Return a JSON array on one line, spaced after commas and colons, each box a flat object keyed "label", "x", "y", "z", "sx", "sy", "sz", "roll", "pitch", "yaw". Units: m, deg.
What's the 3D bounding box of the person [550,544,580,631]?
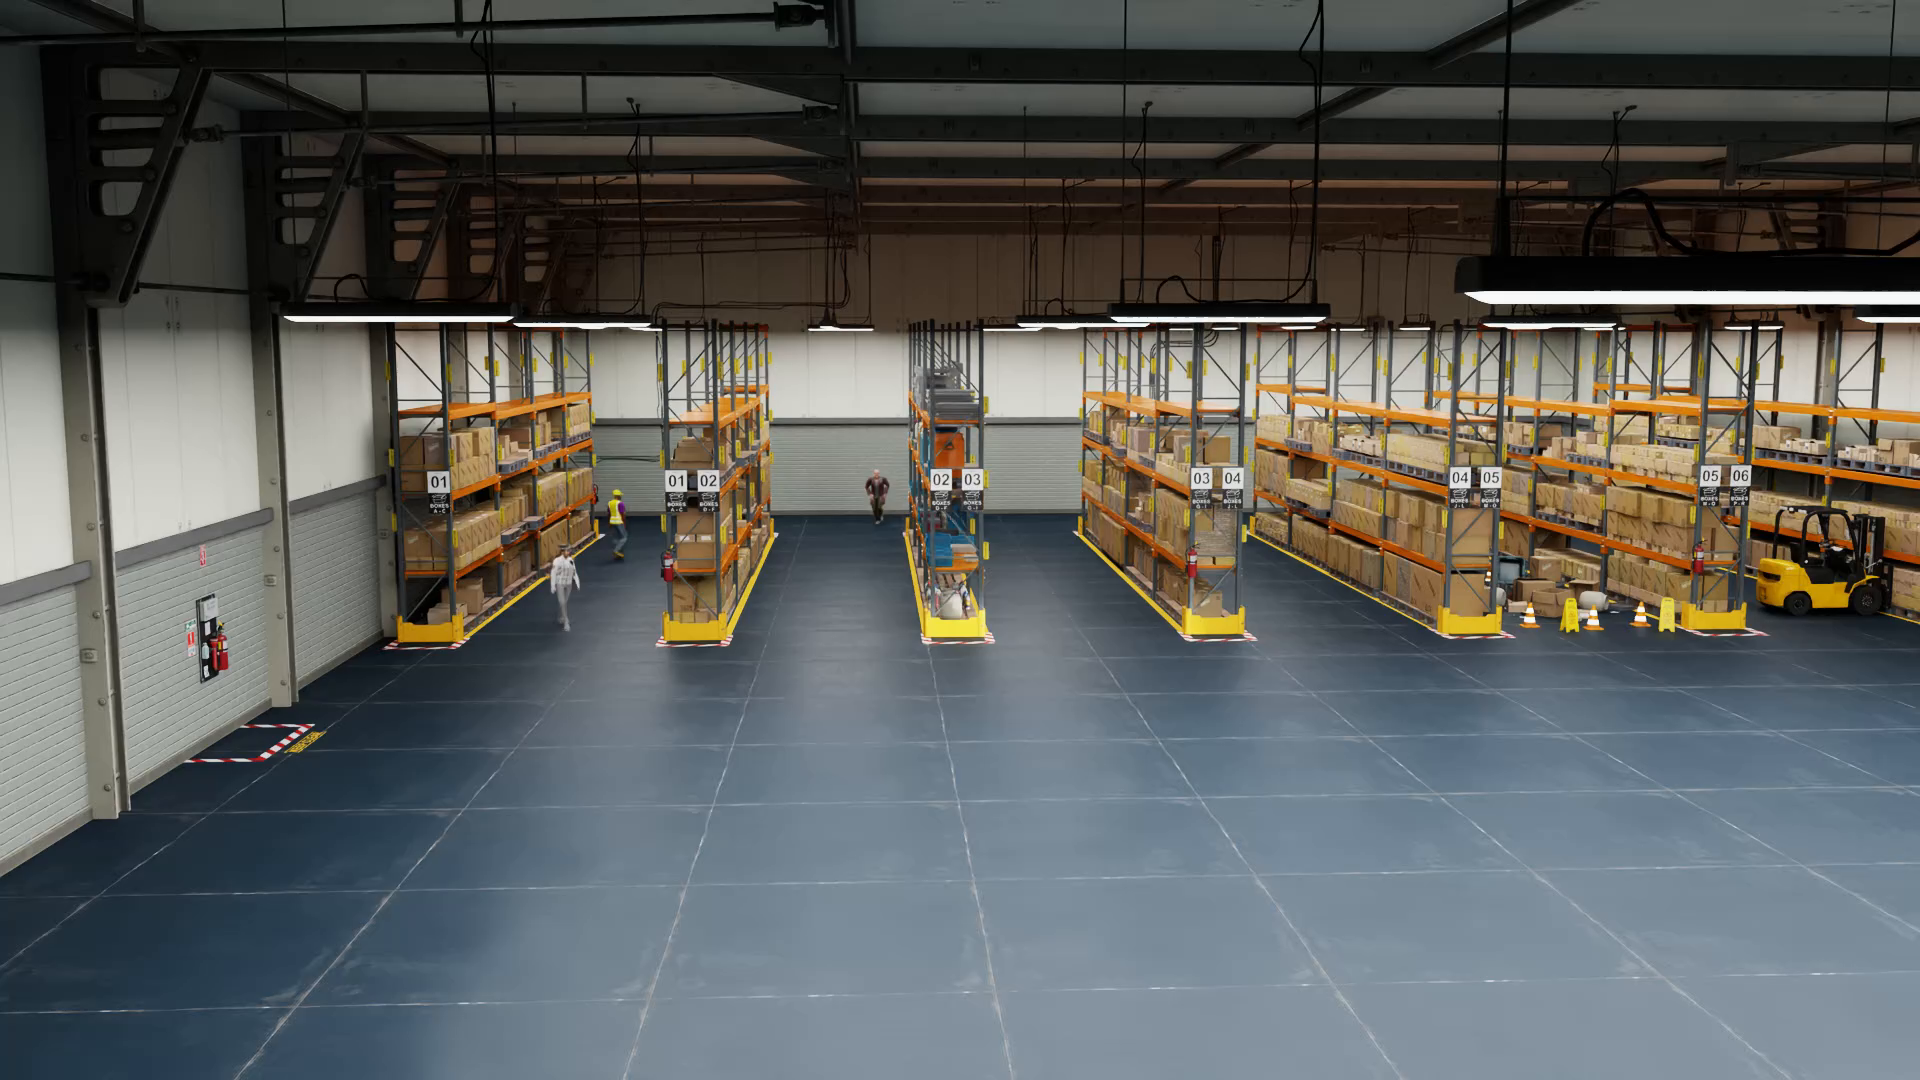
[{"label": "person", "x": -7.746, "y": 0.891, "z": 32.573, "sx": 0.556, "sy": 1.666, "sz": 0.915, "roll": -5, "pitch": 9, "yaw": -36}]

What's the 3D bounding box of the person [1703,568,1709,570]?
[{"label": "person", "x": 16.315, "y": 0.349, "z": 36.477, "sx": 0.574, "sy": 1.802, "sz": 0.582, "roll": -2, "pitch": 7, "yaw": -13}]

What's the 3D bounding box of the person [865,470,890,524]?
[{"label": "person", "x": -2.492, "y": -1.307, "z": 50.260, "sx": 0.733, "sy": 1.680, "sz": 0.677, "roll": 1, "pitch": 7, "yaw": 6}]

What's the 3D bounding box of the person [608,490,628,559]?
[{"label": "person", "x": -8.785, "y": -0.402, "z": 42.567, "sx": 0.607, "sy": 1.769, "sz": 0.497, "roll": 5, "pitch": 9, "yaw": 37}]
